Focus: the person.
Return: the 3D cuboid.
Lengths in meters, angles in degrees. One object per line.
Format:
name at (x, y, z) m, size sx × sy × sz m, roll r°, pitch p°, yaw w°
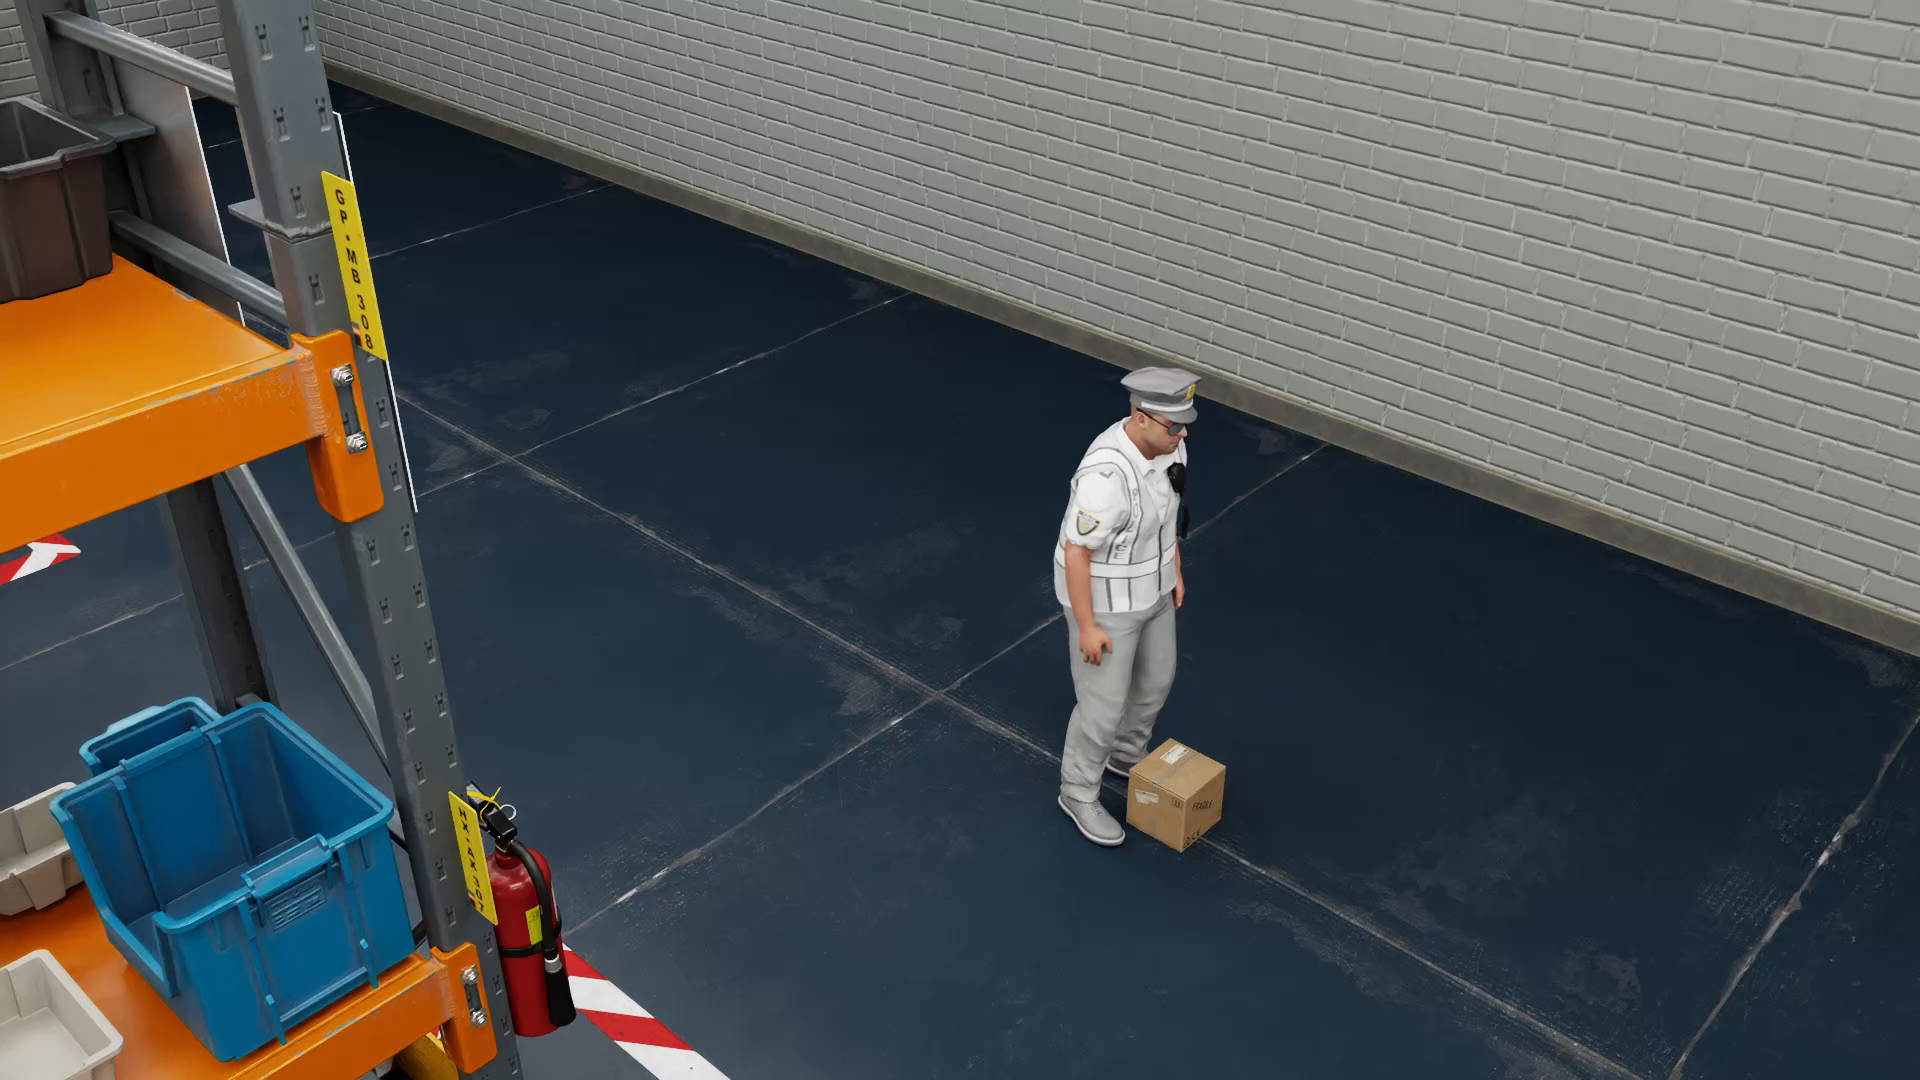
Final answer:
person at (0.571, 0.193, 5.807) m, size 0.440 × 1.747 × 0.585 m, roll 24°, pitch 38°, yaw 34°
